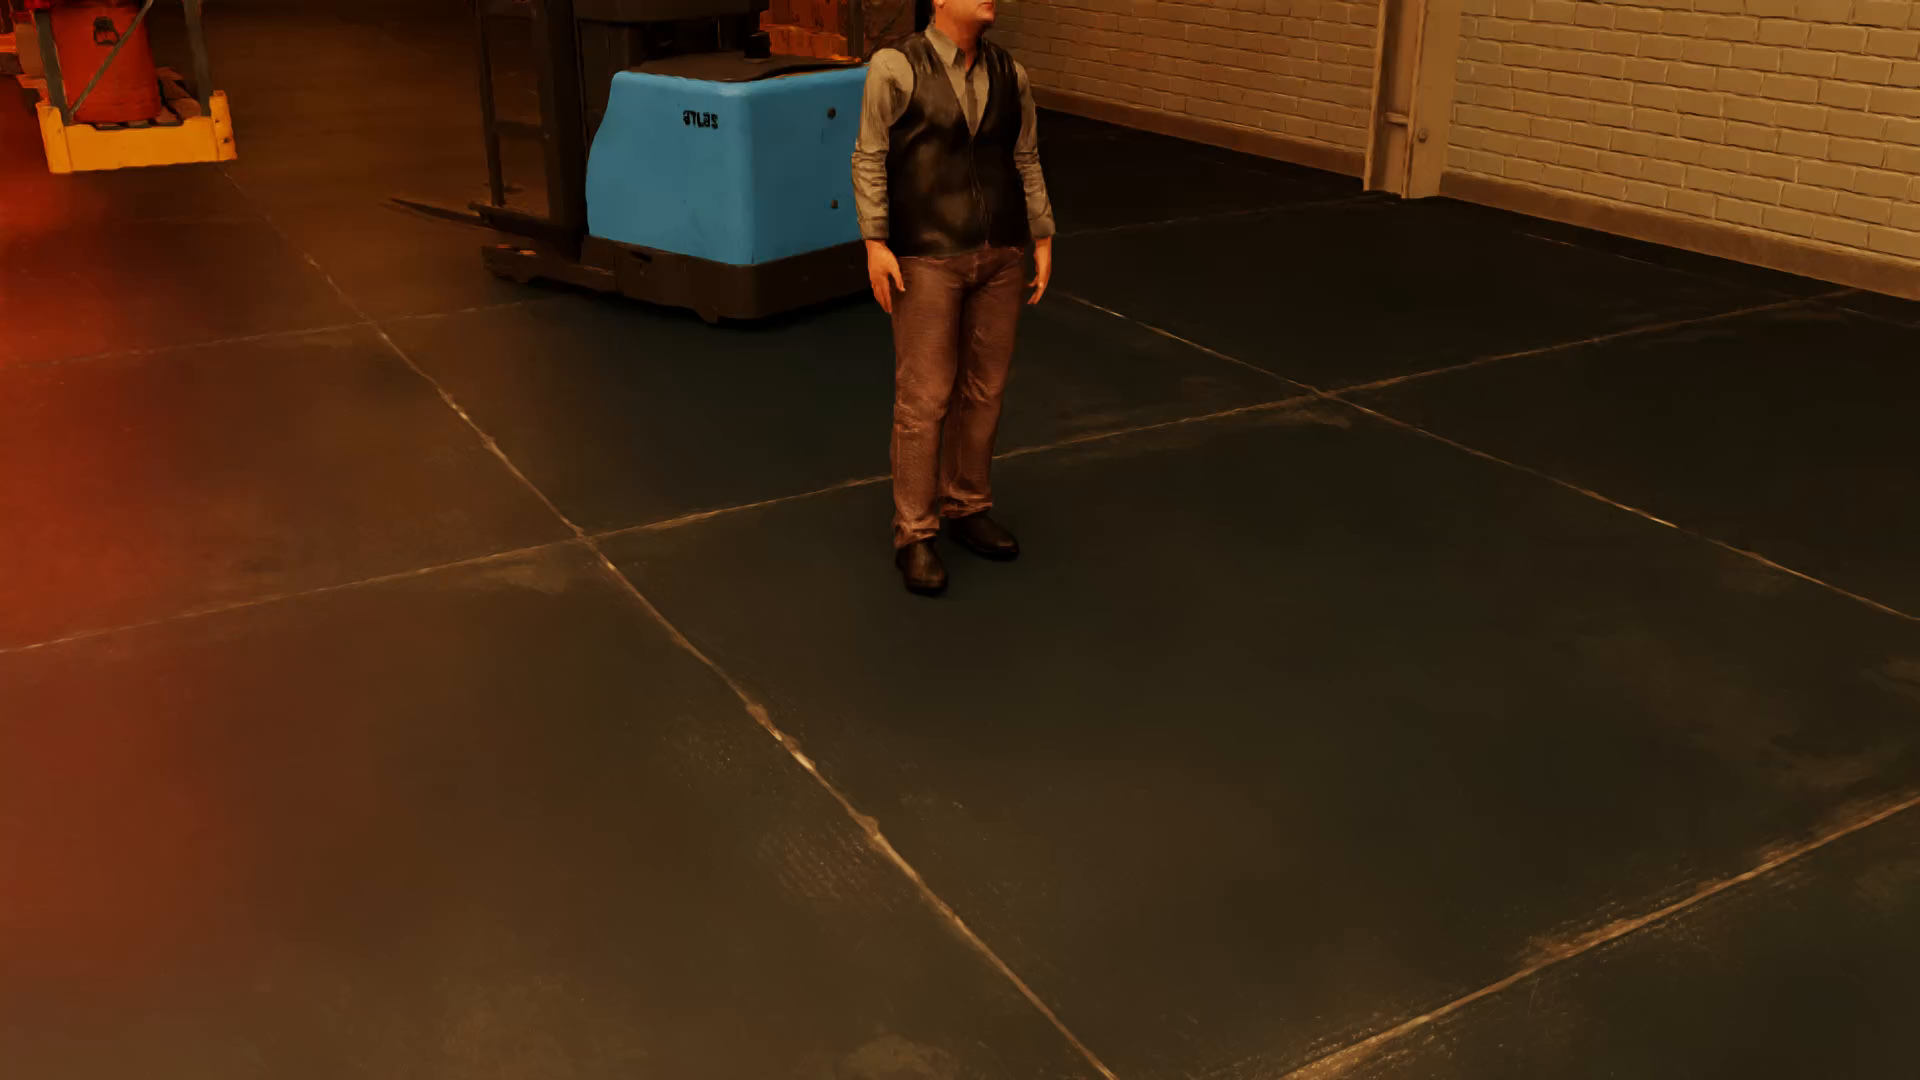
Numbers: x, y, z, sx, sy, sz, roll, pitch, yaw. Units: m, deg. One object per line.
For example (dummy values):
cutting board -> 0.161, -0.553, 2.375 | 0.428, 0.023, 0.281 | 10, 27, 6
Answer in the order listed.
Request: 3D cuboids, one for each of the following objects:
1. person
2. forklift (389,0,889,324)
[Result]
person -> 0.024, -0.781, 4.751 | 0.632, 1.720, 0.567 | -12, 25, -28
forklift -> -1.762, -2.761, 8.003 | 3.031, 2.935, 1.130 | 18, 28, 36
